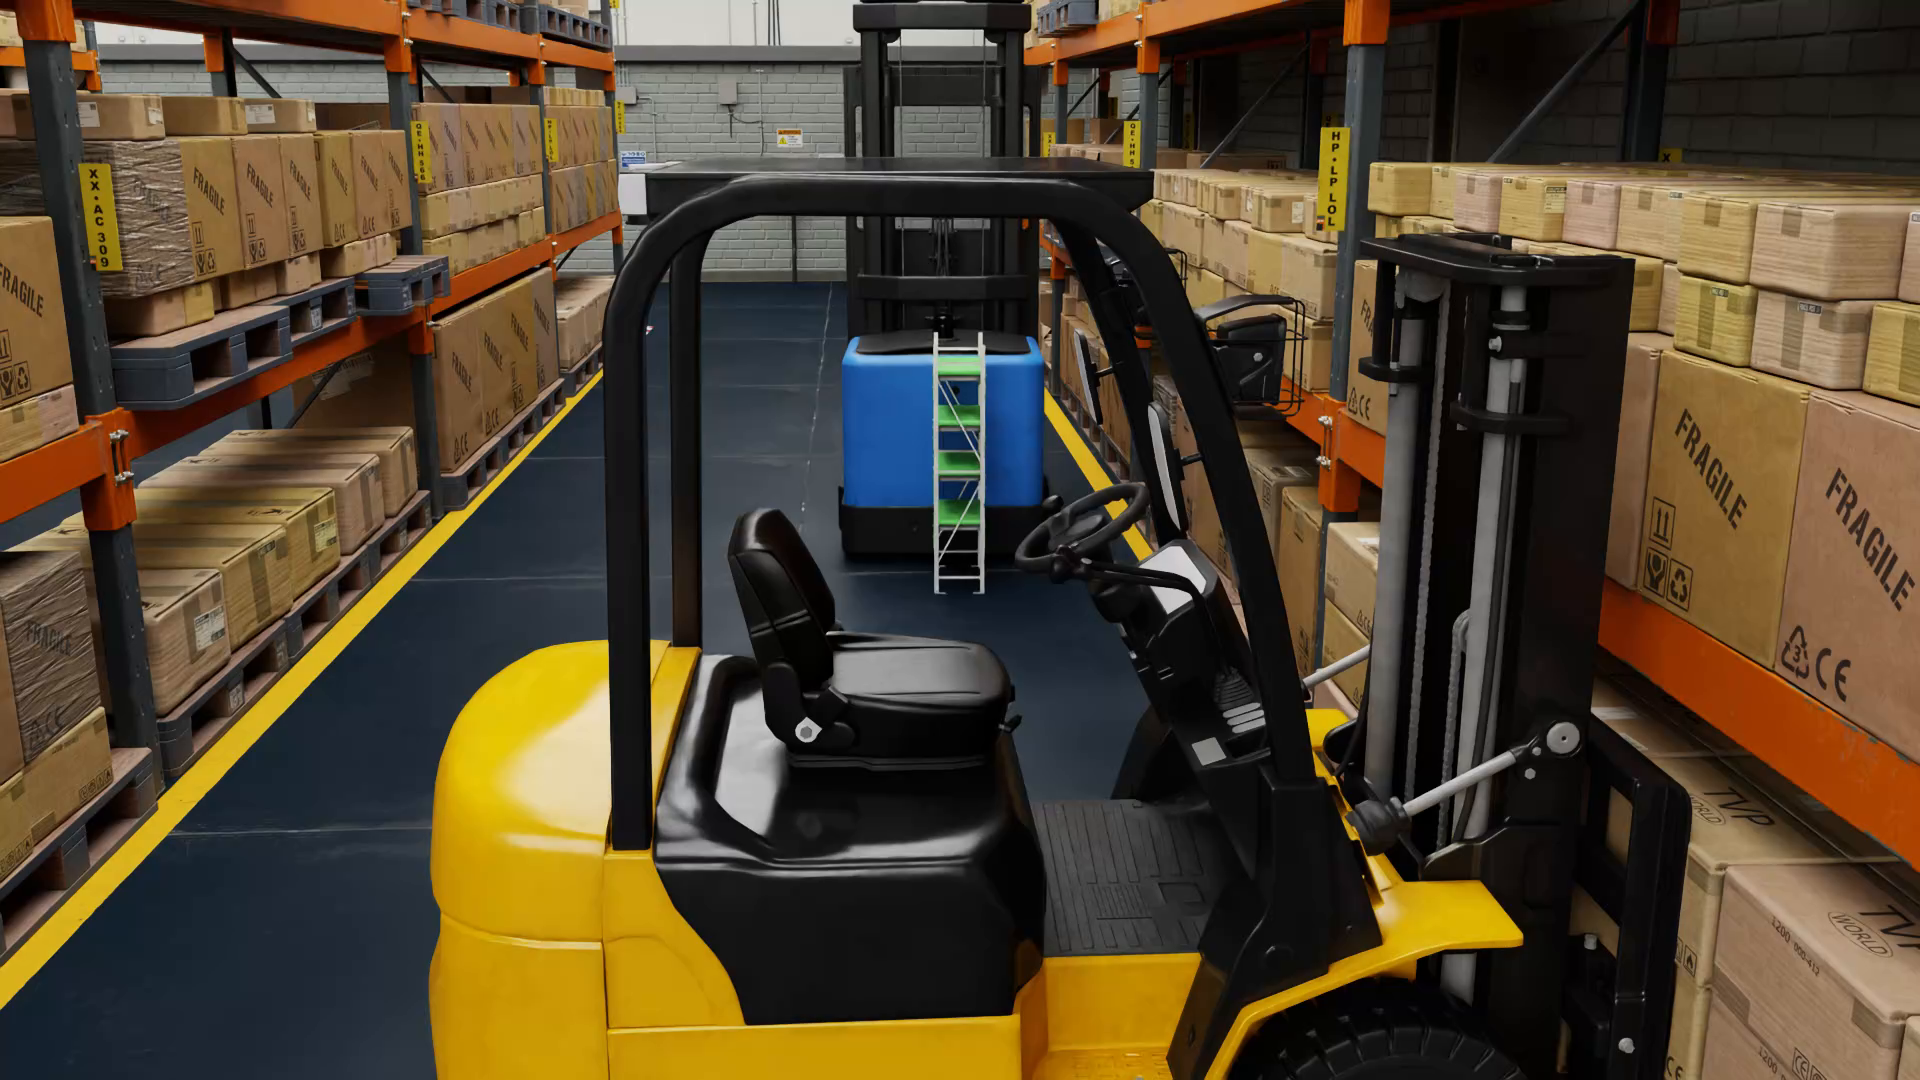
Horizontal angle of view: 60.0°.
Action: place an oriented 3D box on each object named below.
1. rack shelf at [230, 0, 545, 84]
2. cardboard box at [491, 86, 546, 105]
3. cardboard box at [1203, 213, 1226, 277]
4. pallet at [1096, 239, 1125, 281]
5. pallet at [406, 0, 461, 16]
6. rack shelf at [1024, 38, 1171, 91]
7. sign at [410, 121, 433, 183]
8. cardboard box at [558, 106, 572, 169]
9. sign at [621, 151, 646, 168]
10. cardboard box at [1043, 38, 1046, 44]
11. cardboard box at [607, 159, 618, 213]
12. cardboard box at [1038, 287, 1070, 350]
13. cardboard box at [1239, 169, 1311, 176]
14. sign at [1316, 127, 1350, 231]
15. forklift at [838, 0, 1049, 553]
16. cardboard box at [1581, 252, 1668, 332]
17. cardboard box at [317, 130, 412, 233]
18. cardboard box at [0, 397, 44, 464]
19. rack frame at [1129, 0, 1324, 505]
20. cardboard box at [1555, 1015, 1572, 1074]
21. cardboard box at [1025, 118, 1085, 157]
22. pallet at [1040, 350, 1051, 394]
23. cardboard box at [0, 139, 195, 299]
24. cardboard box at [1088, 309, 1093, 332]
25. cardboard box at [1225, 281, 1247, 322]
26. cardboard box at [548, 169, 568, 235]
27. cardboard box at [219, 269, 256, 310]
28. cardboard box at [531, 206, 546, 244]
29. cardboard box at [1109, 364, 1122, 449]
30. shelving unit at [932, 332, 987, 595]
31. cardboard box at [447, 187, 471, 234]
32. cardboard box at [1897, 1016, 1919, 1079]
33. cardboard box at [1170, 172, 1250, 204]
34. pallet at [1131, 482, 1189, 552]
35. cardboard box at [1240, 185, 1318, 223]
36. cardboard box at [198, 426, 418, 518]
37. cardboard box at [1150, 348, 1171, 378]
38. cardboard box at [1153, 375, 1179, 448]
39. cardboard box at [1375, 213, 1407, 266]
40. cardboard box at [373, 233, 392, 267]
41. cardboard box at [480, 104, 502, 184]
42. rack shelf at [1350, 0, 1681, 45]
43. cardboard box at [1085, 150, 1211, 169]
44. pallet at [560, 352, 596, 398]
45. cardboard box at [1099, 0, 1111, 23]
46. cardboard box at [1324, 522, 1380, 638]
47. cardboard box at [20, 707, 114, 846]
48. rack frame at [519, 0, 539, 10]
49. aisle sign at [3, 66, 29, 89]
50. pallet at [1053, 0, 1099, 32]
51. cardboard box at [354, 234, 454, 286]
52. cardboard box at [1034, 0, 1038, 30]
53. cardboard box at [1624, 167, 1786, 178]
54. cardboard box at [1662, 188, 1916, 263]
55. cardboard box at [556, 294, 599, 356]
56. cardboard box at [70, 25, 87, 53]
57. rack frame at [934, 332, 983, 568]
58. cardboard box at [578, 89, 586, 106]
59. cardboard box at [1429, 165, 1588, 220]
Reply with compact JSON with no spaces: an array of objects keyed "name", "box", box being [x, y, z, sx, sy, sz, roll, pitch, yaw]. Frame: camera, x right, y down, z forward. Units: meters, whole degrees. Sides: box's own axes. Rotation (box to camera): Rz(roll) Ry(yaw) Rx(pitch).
[{"name":"rack shelf","box":[-3.582,-3.167,10.740,1.077,0.370,4.000,-1,14,-3]},{"name":"cardboard box","box":[-3.466,-3.490,13.060,0.380,0.149,0.250,-1,14,-4]},{"name":"cardboard box","box":[1.381,-1.317,7.422,0.500,0.250,0.500,-1,14,-3]},{"name":"pallet","box":[1.384,-1.718,10.067,1.213,0.211,1.003,-1,14,-3]},{"name":"pallet","box":[-3.551,-3.086,9.360,1.213,0.211,1.003,0,14,-1]},{"name":"rack shelf","box":[1.124,-4.240,14.908,1.077,0.370,4.000,-1,14,-3]},{"name":"sign","box":[-2.917,-2.099,8.998,0.100,0.325,0.005,-1,14,-3]},{"name":"cardboard box","box":[-3.519,-3.341,13.784,0.500,0.500,0.500,-1,14,-4]},{"name":"sign","box":[-4.378,-5.102,22.295,0.327,0.218,0.001,-1,14,-3]},{"name":"cardboard box","box":[0.900,-4.243,13.981,0.380,0.149,0.250,-1,14,-4]},{"name":"cardboard box","box":[-3.660,-3.488,16.361,0.500,0.500,0.500,-1,14,-3]},{"name":"cardboard box","box":[1.022,-2.001,14.956,0.700,0.500,0.500,-1,14,-6]},{"name":"cardboard box","box":[1.718,-1.928,8.997,0.380,0.149,0.250,0,14,-2]},{"name":"sign","box":[1.203,-1.160,5.350,0.100,0.325,0.005,-1,14,-3]},{"name":"forklift","box":[-0.100,-1.663,9.607,1.130,2.935,3.031,0,14,-1]},{"name":"cardboard box","box":[1.577,-0.543,3.613,0.380,0.149,0.250,-1,14,-5]},{"name":"cardboard box","box":[-3.152,-1.853,8.567,0.500,0.500,0.500,-1,14,-5]},{"name":"cardboard box","box":[-2.864,-0.312,4.723,0.380,0.149,0.250,-1,14,-2]},{"name":"rack frame","box":[1.496,-1.643,9.393,1.000,3.000,0.127,-1,14,-3]},{"name":"cardboard box","box":[1.549,0.986,3.851,0.500,0.250,0.500,0,14,-2]},{"name":"cardboard box","box":[0.853,-3.577,15.109,0.500,0.500,0.500,-1,14,-2]},{"name":"pallet","box":[1.207,-1.458,14.270,1.003,0.211,1.213,-1,14,-3]},{"name":"cardboard box","box":[-2.953,-1.088,5.593,0.500,0.500,0.500,-1,14,-2]},{"name":"cardboard box","box":[1.135,-1.589,12.056,0.380,0.149,0.250,-1,14,-4]},{"name":"cardboard box","box":[1.415,-0.946,6.984,0.500,0.250,0.500,-1,14,-3]},{"name":"cardboard box","box":[-3.473,-2.729,13.414,0.500,0.500,0.500,0,14,-2]},{"name":"cardboard box","box":[-3.004,-0.991,6.519,0.380,0.149,0.250,-1,14,-3]},{"name":"cardboard box","box":[-3.426,-2.380,12.558,0.500,0.250,0.500,-1,14,-5]},{"name":"cardboard box","box":[1.235,-0.862,10.532,0.500,0.500,0.500,-1,14,-4]},{"name":"shelving unit","box":[-0.006,-0.381,8.099,0.258,1.200,0.503,0,14,-1]},{"name":"cardboard box","box":[-3.274,-1.993,10.052,0.500,0.250,0.500,-1,14,-2]},{"name":"cardboard box","box":[1.652,0.881,2.252,0.500,0.250,0.500,0,14,-2]},{"name":"cardboard box","box":[1.281,-1.792,8.469,0.380,0.149,0.250,0,14,-2]},{"name":"pallet","box":[1.508,-0.087,8.942,1.003,0.211,1.213,-1,14,-3]},{"name":"cardboard box","box":[1.392,-1.410,6.983,0.380,0.149,0.250,-1,14,-3]},{"name":"cardboard box","box":[-3.433,-0.356,8.819,0.950,0.372,0.625,-2,15,-7]},{"name":"cardboard box","box":[1.213,-1.069,10.033,0.380,0.149,0.250,-2,15,-6]},{"name":"cardboard box","box":[1.521,-0.541,9.032,0.875,0.625,0.625,0,14,-2]},{"name":"cardboard box","box":[1.501,-0.928,5.109,0.380,0.149,0.250,-1,14,-4]},{"name":"cardboard box","box":[-3.054,-1.442,8.272,0.380,0.149,0.250,-1,14,-4]},{"name":"cardboard box","box":[-3.329,-2.602,10.913,0.500,0.500,0.500,-1,14,-3]},{"name":"rack shelf","box":[1.868,-1.255,3.309,1.077,0.370,4.000,-1,14,-3]},{"name":"cardboard box","box":[1.210,-2.300,10.894,0.797,0.503,0.637,-1,14,-5]},{"name":"pallet","box":[-3.675,-1.400,14.045,1.003,0.211,1.213,-1,14,-3]},{"name":"cardboard box","box":[1.159,-3.396,10.488,0.500,0.250,0.500,-1,14,-3]},{"name":"cardboard box","box":[1.461,0.121,5.205,0.500,0.250,0.500,-1,14,-4]},{"name":"cardboard box","box":[-2.905,0.700,4.960,0.500,0.250,0.500,0,14,-1]},{"name":"rack frame","box":[-3.706,-5.466,12.210,1.000,3.000,0.127,-1,14,-3]},{"name":"aisle sign","box":[-9.192,-4.726,16.158,0.394,0.787,0.004,-1,14,-3]},{"name":"pallet","box":[1.286,-3.578,11.272,1.213,0.211,1.003,-1,14,-3]},{"name":"cardboard box","box":[-3.237,-1.618,9.598,0.500,0.250,0.500,-1,14,-4]},{"name":"cardboard box","box":[0.905,-4.535,14.316,0.500,0.250,0.500,-1,14,-2]},{"name":"cardboard box","box":[2.069,-0.951,4.605,0.380,0.149,0.250,-1,14,-4]},{"name":"cardboard box","box":[1.658,-0.627,3.345,0.380,0.149,0.250,-1,14,-3]},{"name":"cardboard box","box":[-3.694,-1.903,14.703,0.875,0.438,0.875,-1,14,-5]},{"name":"cardboard box","box":[-8.596,-4.725,15.650,0.500,0.250,0.500,-1,14,-5]},{"name":"rack frame","box":[-0.009,-0.442,8.336,0.240,1.200,0.015,0,14,-1]},{"name":"cardboard box","box":[-3.598,-3.999,15.041,0.380,0.149,0.250,-1,14,-2]},{"name":"cardboard box","box":[1.591,-1.008,4.823,0.380,0.149,0.250,-1,14,-3]}]
